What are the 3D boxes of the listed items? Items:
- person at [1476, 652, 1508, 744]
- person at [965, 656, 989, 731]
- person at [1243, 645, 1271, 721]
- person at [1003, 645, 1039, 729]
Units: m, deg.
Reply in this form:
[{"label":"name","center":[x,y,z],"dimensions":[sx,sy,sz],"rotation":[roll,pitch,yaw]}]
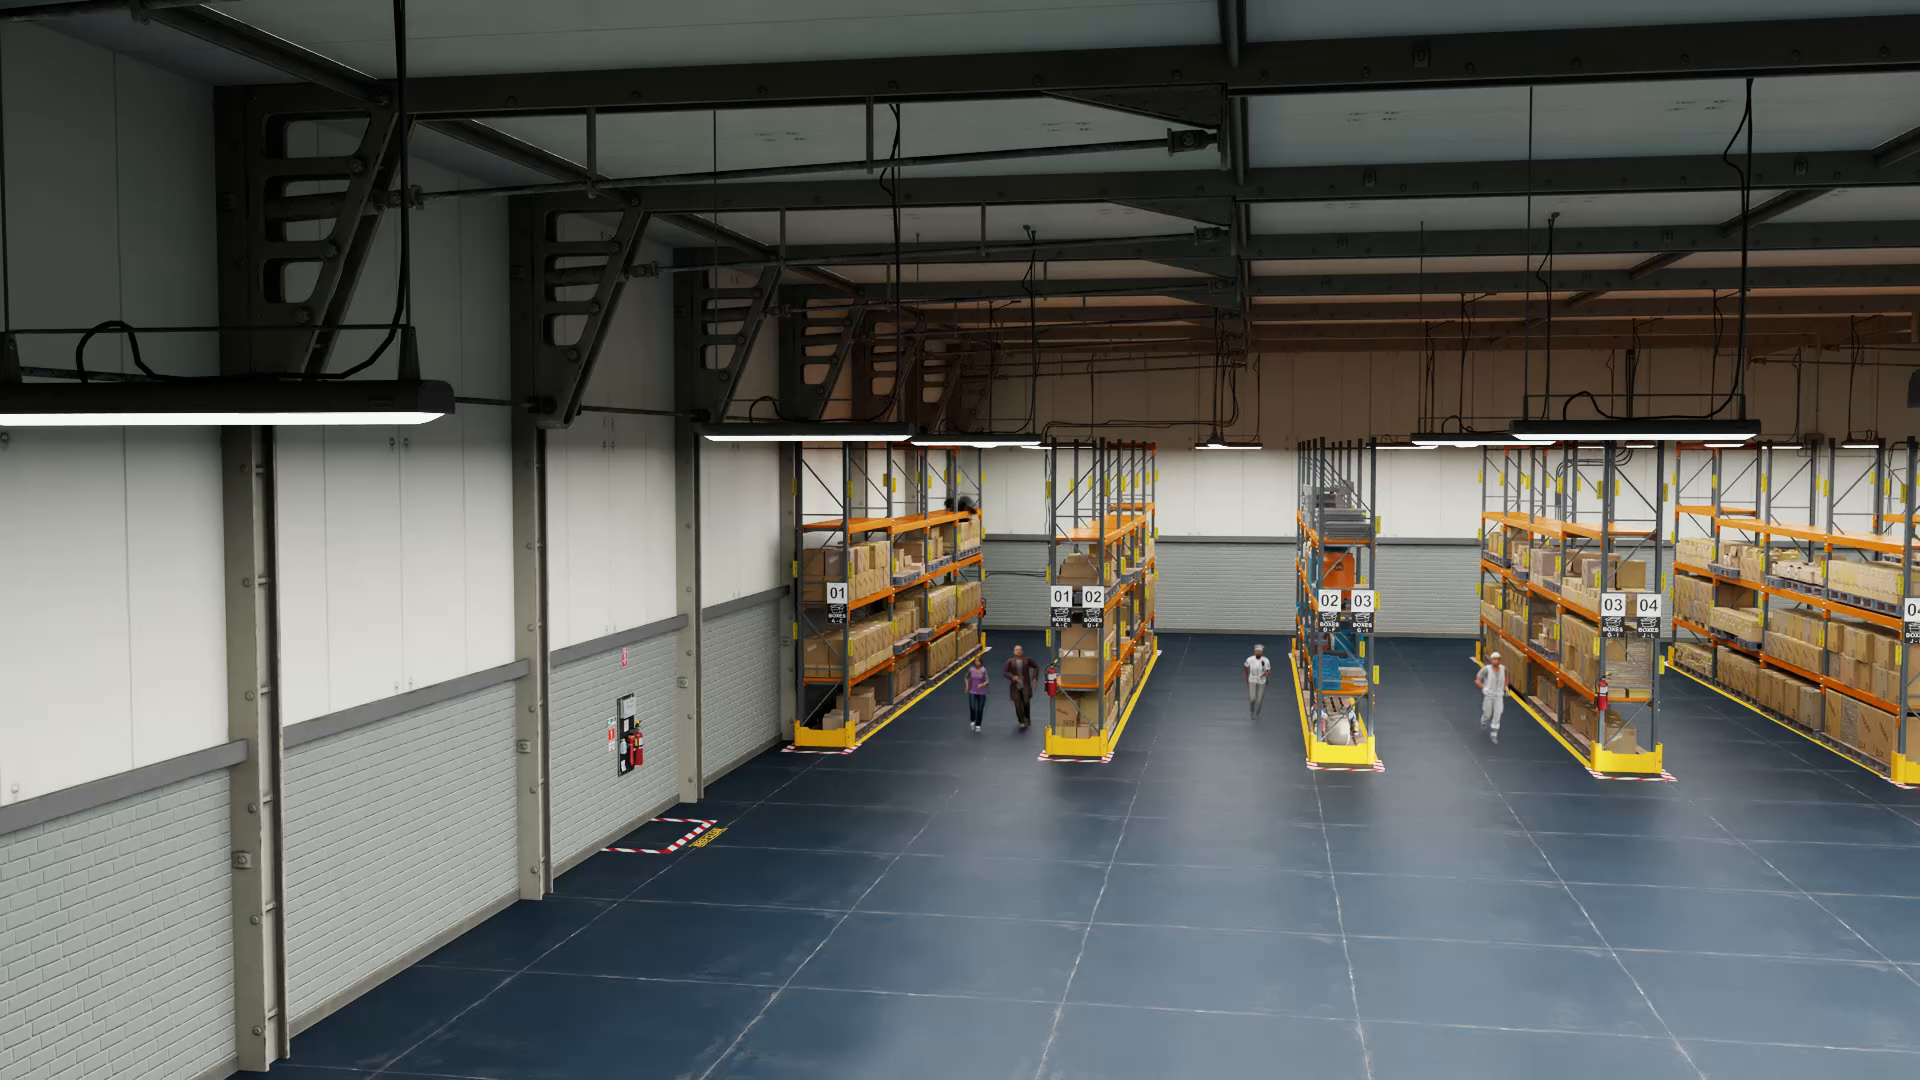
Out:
[{"label":"person","center":[10.566,3.096,32.989],"dimensions":[0.683,1.772,0.967],"rotation":[0,3,-1]},{"label":"person","center":[0.340,3.137,33.841],"dimensions":[0.515,1.561,0.599],"rotation":[0,3,3]},{"label":"person","center":[6.284,3.021,35.129],"dimensions":[0.571,1.652,0.657],"rotation":[0,3,7]},{"label":"person","center":[1.246,3.038,34.325],"dimensions":[0.730,1.722,0.597],"rotation":[0,3,7]}]
